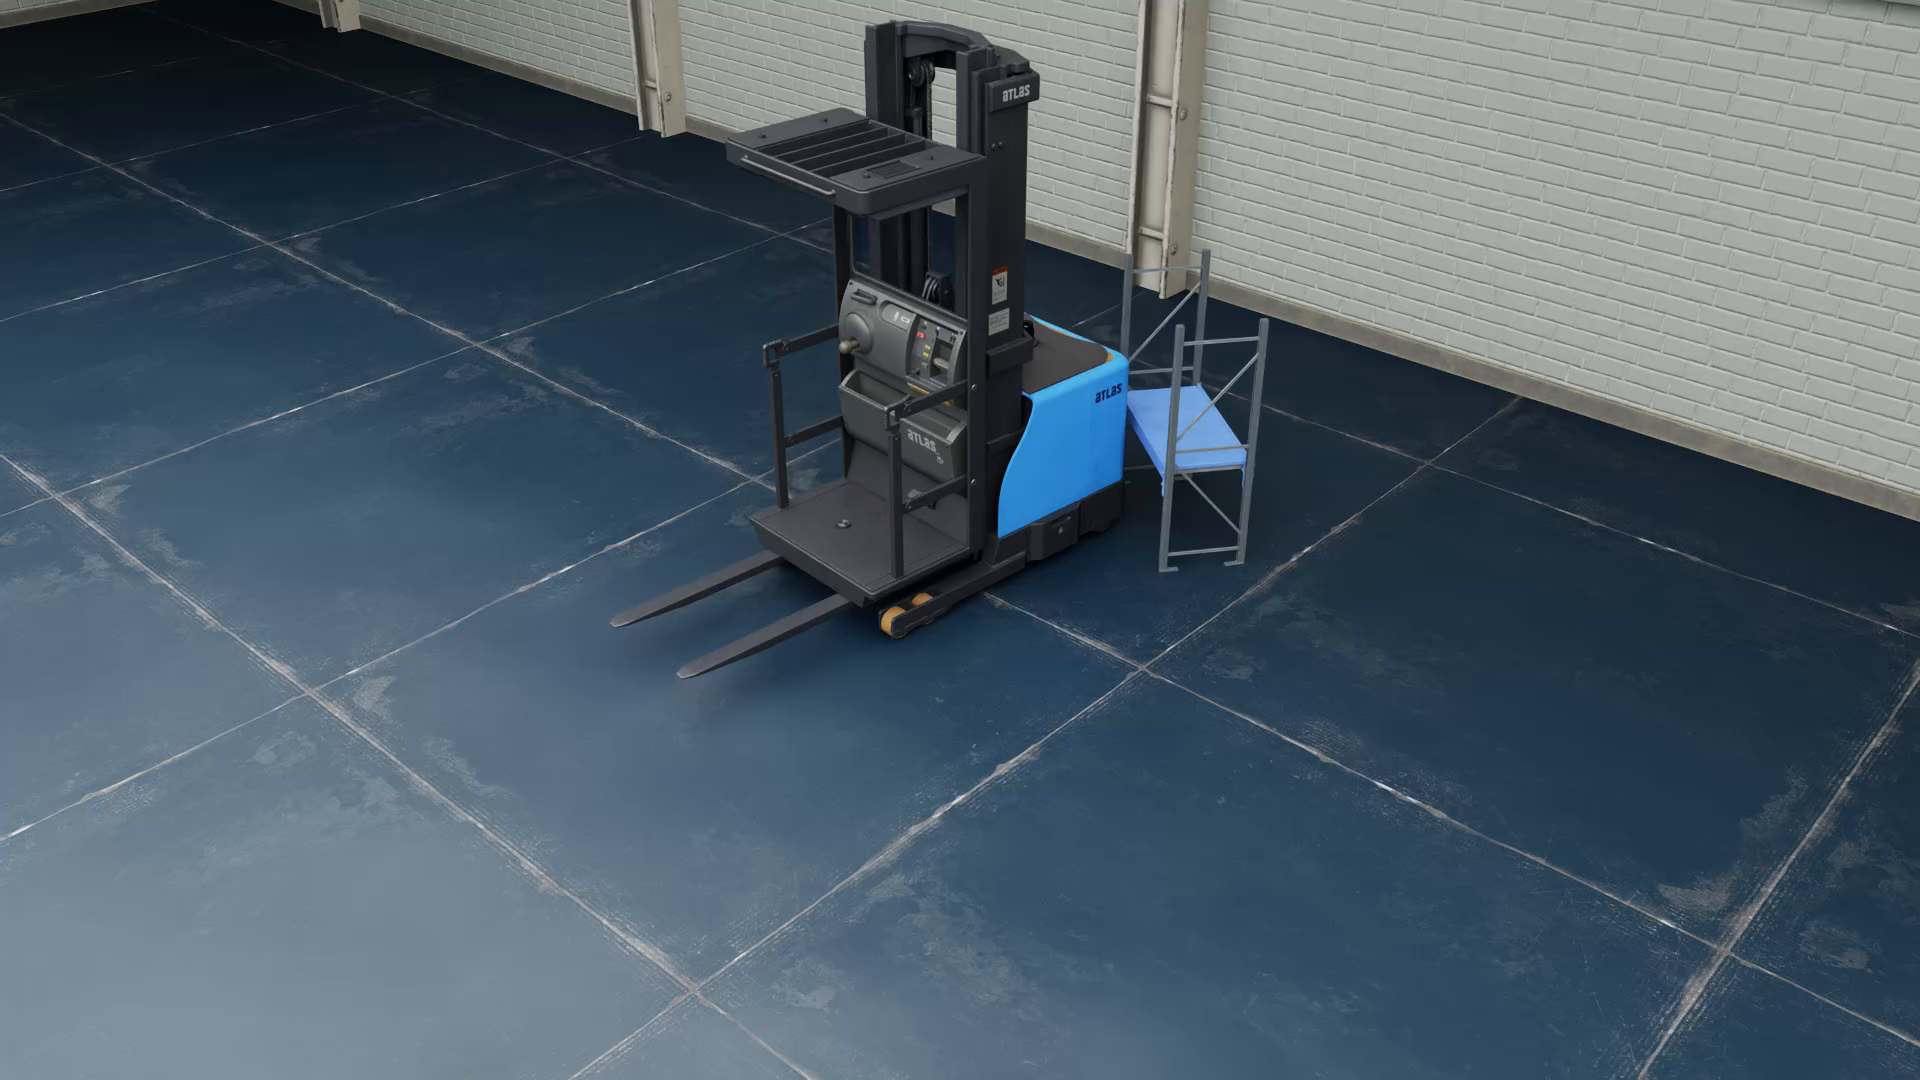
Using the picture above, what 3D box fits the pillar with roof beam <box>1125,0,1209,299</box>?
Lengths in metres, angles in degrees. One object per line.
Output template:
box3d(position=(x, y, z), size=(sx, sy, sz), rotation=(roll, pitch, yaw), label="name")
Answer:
box3d(position=(-1.364, -4.183, 7.918), size=(0.400, 9.000, 9.100), rotation=(25, 39, 35), label="pillar with roof beam")

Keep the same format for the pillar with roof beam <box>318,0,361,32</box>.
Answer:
box3d(position=(-10.261, -8.336, 14.817), size=(0.400, 9.000, 9.100), rotation=(25, 39, 35), label="pillar with roof beam")

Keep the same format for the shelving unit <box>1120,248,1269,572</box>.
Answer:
box3d(position=(1.281, -0.749, 9.484), size=(0.538, 1.500, 1.048), rotation=(-5, 31, -9), label="shelving unit")

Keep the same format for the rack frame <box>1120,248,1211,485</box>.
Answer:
box3d(position=(1.193, -1.007, 9.913), size=(0.500, 1.500, 0.032), rotation=(-5, 31, -9), label="rack frame")

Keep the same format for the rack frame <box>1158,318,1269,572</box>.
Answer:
box3d(position=(1.369, -0.491, 9.055), size=(0.500, 1.500, 0.032), rotation=(-5, 31, -9), label="rack frame")

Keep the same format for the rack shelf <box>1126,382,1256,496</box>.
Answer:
box3d(position=(1.281, -0.595, 9.577), size=(0.538, 0.185, 1.000), rotation=(-5, 31, -9), label="rack shelf")

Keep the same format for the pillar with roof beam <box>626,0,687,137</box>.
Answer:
box3d(position=(-5.812, -6.260, 11.368), size=(0.400, 9.000, 9.100), rotation=(25, 39, 35), label="pillar with roof beam")

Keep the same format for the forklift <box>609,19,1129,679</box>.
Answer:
box3d(position=(-0.463, -1.039, 8.578), size=(3.031, 2.935, 1.130), rotation=(-25, 39, -35), label="forklift")
